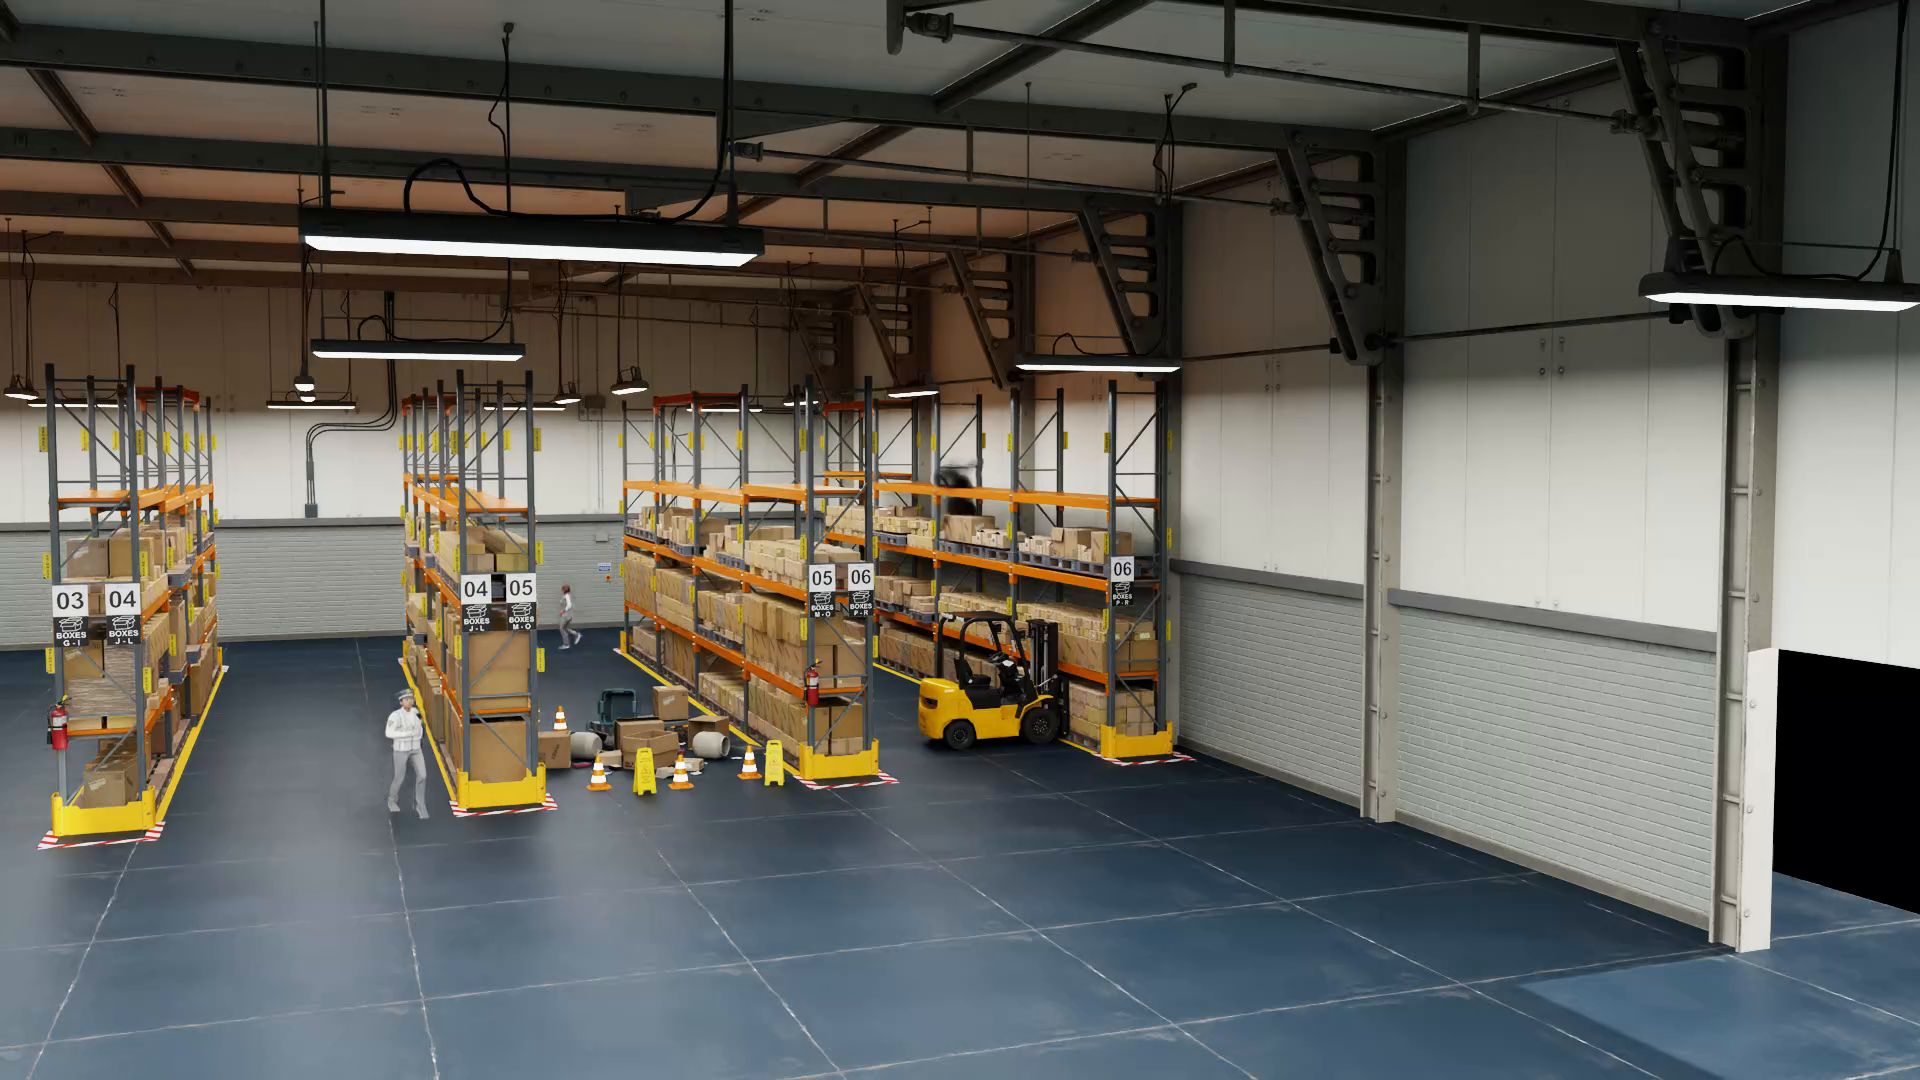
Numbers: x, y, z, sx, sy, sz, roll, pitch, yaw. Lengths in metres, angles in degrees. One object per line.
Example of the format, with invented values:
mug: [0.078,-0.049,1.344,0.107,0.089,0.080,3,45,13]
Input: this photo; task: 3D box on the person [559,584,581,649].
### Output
person: [-9.500,1.864,40.478,0.542,1.577,0.530,-1,3,-14]

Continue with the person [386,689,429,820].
person: [-7.402,2.858,22.238,0.680,1.769,0.609,3,5,45]
